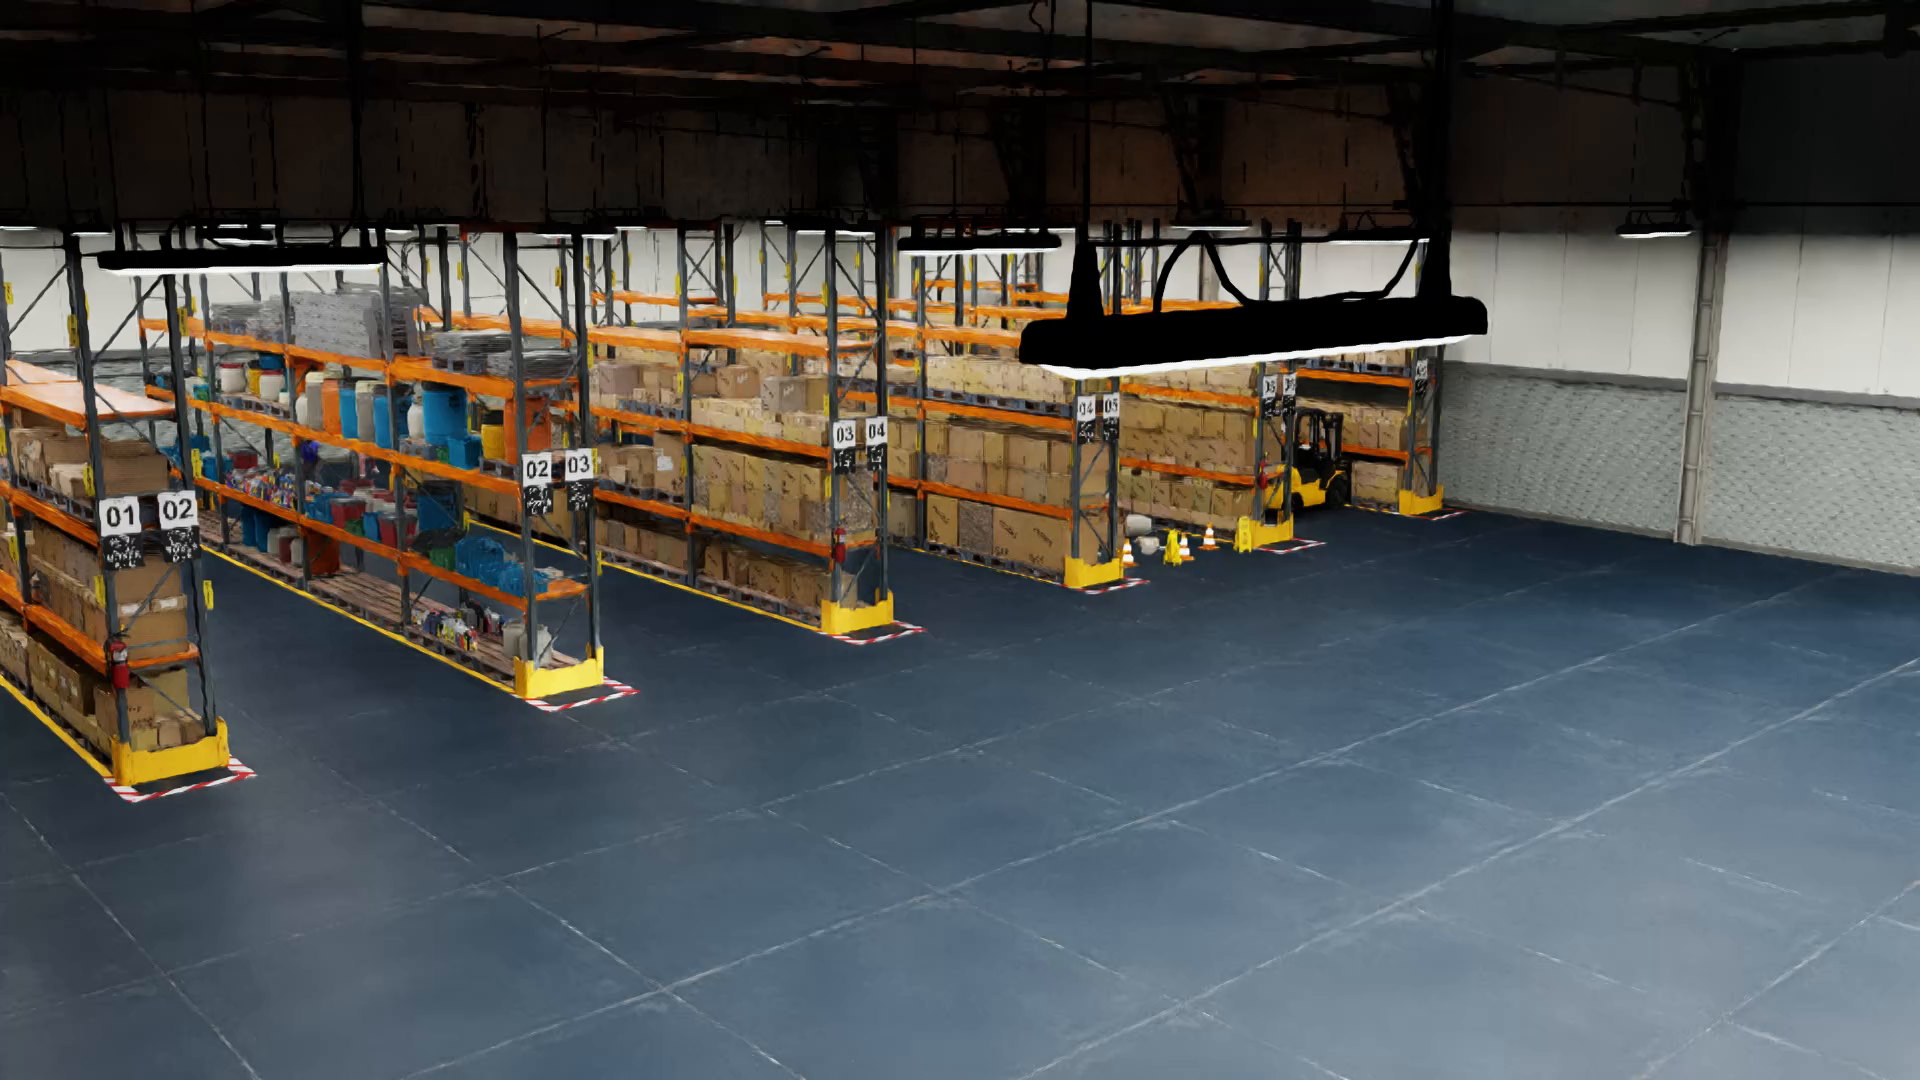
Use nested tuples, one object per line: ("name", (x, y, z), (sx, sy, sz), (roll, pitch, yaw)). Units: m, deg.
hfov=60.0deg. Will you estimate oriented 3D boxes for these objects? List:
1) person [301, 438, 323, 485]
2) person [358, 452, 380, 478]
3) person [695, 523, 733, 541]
("person", (-13.958, -1.598, 35.717), (0.447, 1.574, 1.088), (-9, 15, -38))
("person", (-13.995, -2.313, 39.249), (0.485, 1.617, 0.959), (-4, 12, -18))
("person", (-4.718, -0.791, 31.507), (1.036, 1.659, 0.536), (10, 15, 40))
